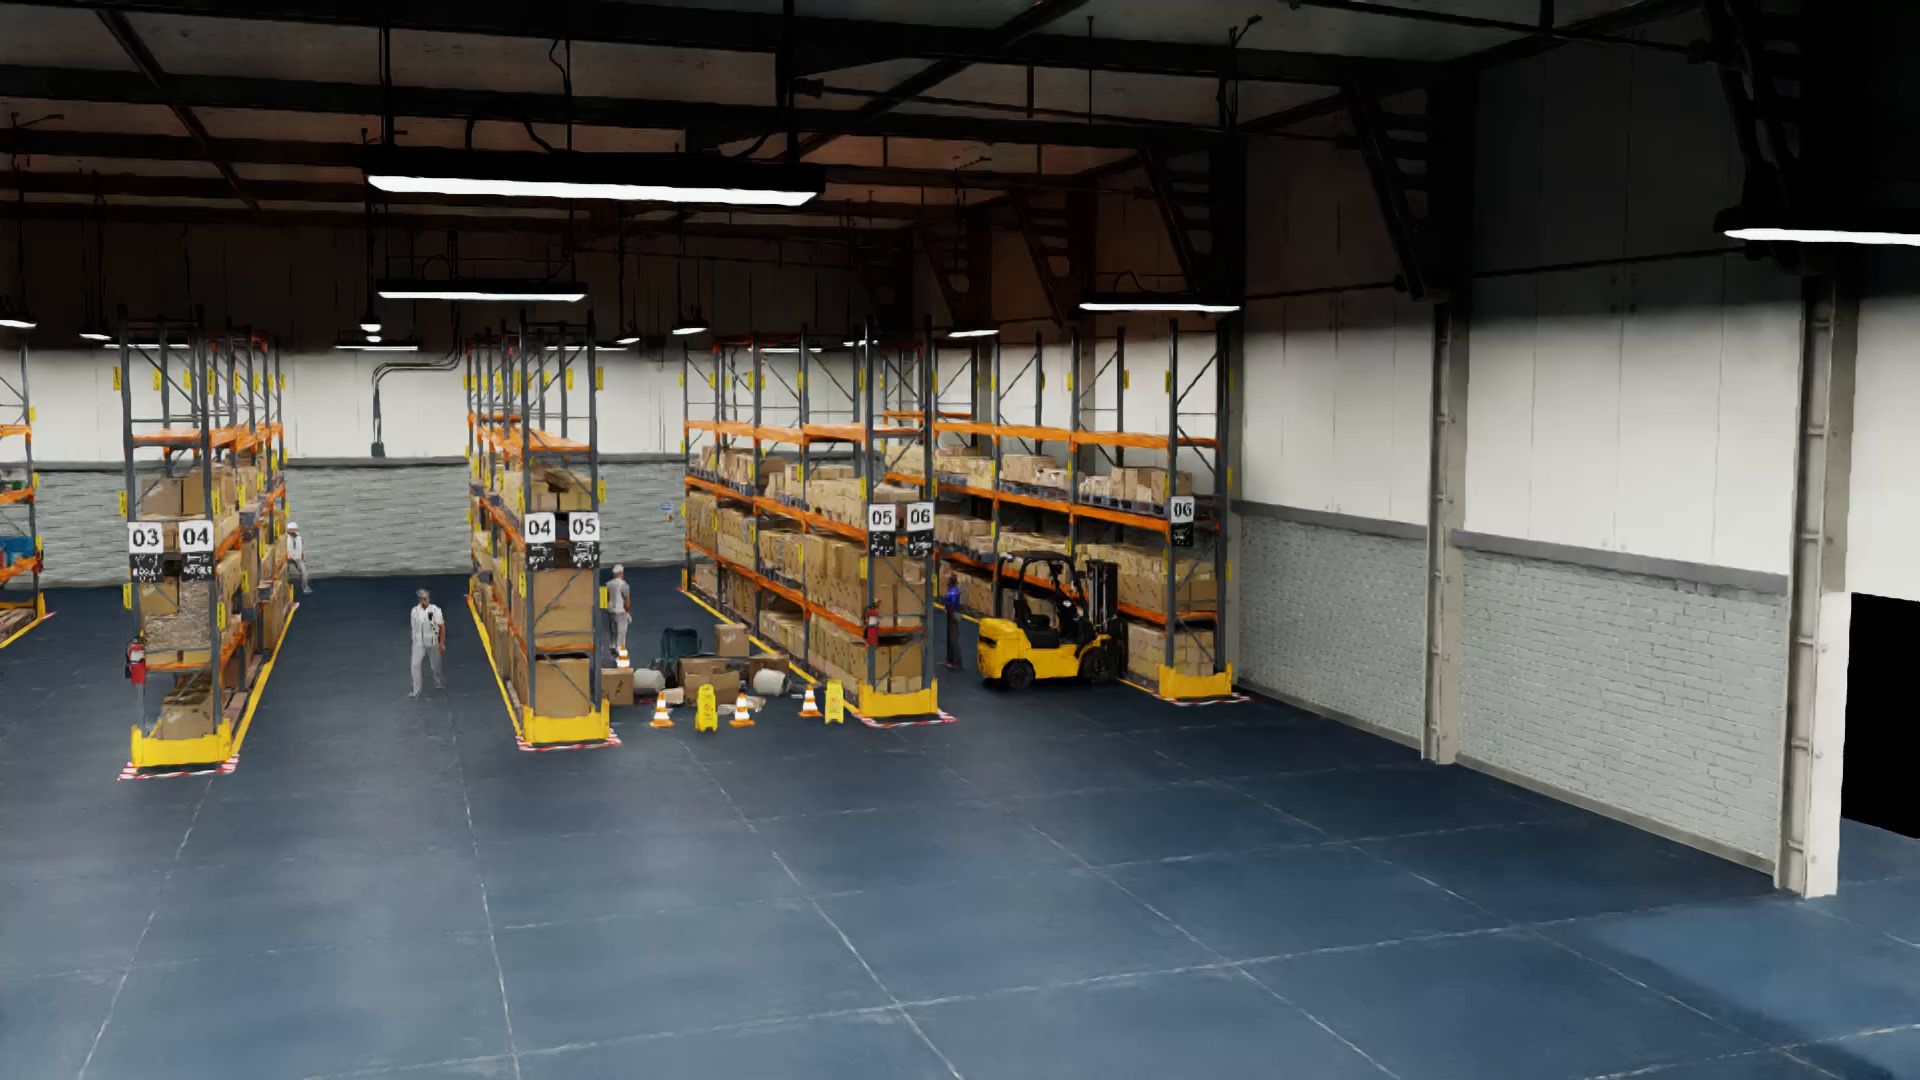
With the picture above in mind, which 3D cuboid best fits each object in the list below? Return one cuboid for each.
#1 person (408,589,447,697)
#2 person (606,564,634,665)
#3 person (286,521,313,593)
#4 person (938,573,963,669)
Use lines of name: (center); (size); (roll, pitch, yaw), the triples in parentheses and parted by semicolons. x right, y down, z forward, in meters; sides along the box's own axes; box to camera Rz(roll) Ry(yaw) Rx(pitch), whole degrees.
person: (-8.515, 1.616, 26.617); (0.566, 1.722, 0.949); (0, 5, -4)
person: (-6.001, 1.306, 29.413); (0.606, 1.792, 0.442); (5, 7, 40)
person: (-15.818, 0.404, 39.424); (0.689, 1.712, 0.810); (-4, 7, -37)
person: (-0.161, 1.408, 29.118); (0.465, 1.662, 0.498); (1, 6, 11)
